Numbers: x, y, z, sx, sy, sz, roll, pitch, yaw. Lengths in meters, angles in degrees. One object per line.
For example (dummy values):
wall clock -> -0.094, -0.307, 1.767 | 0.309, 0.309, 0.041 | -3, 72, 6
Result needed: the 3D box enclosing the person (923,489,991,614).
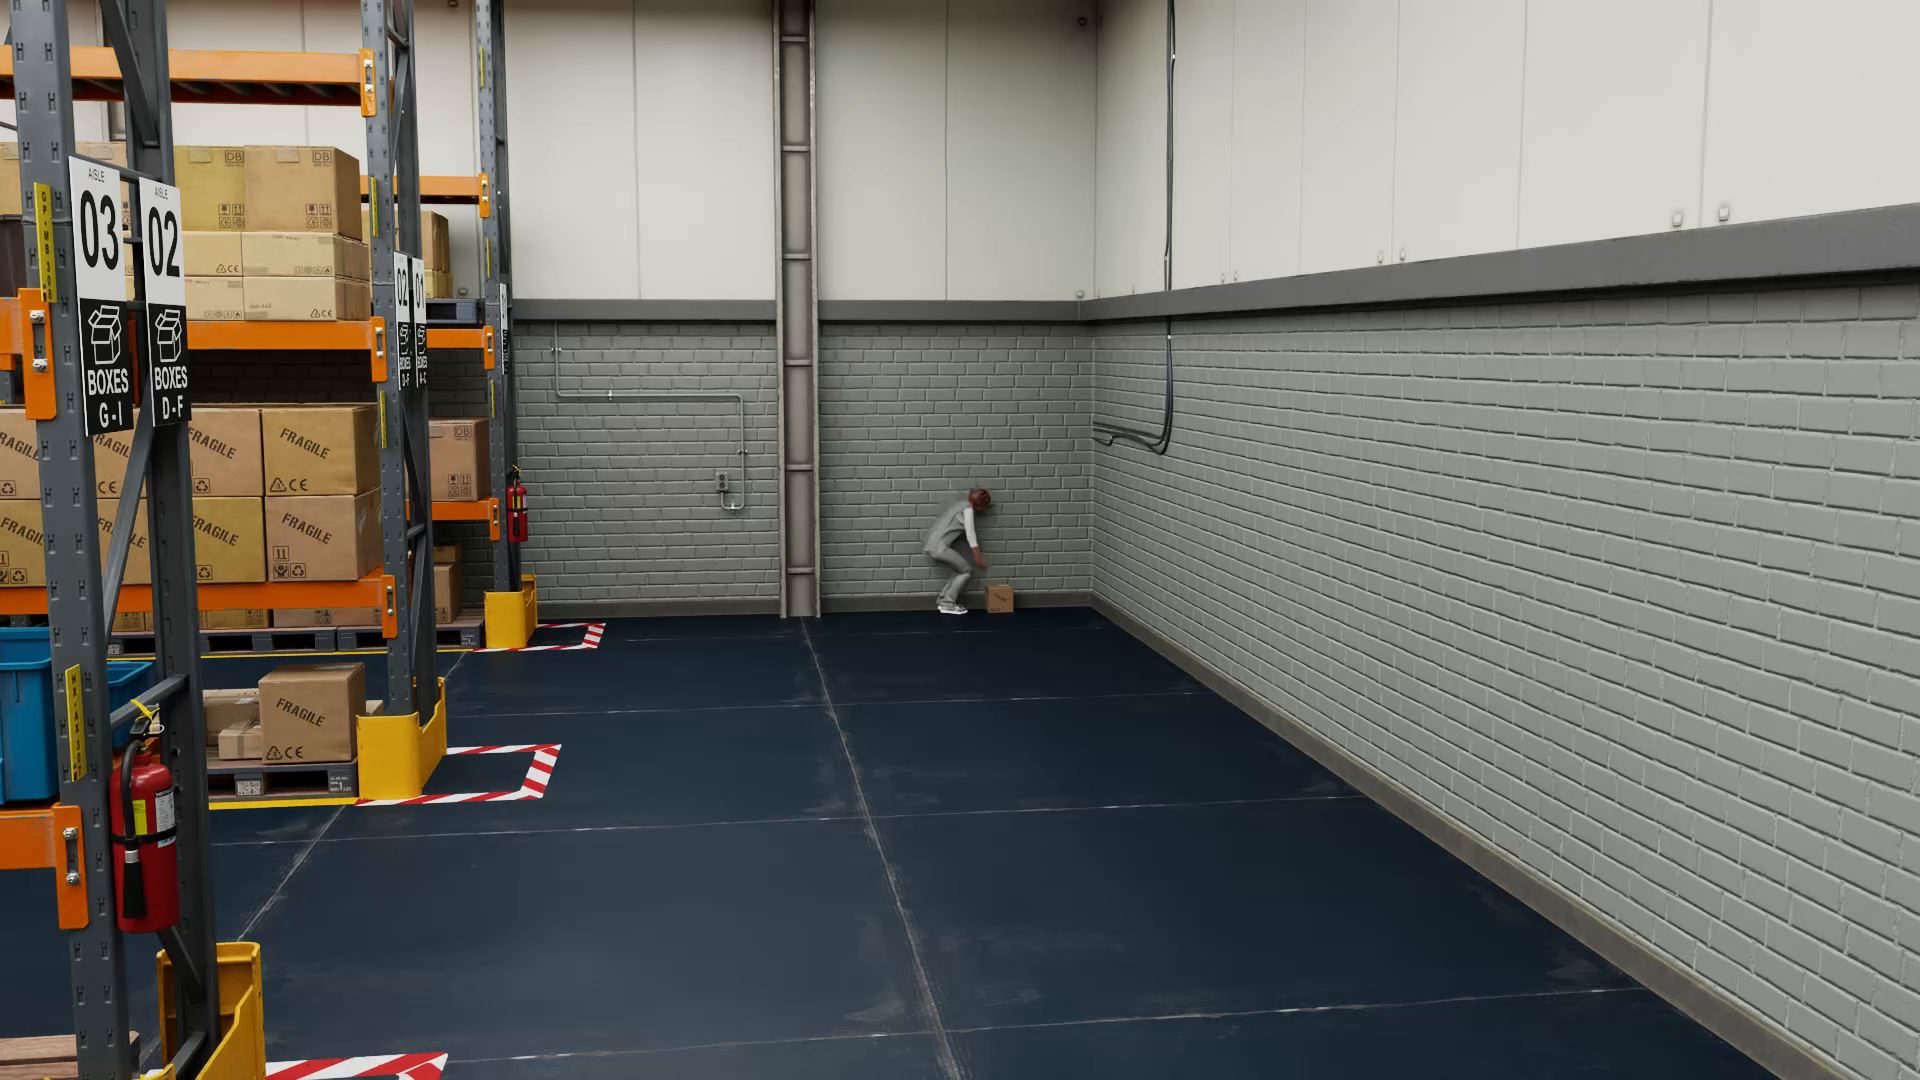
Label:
person -> -0.031, 0.113, 16.673 | 0.688, 1.227, 0.463 | -1, 7, -9
